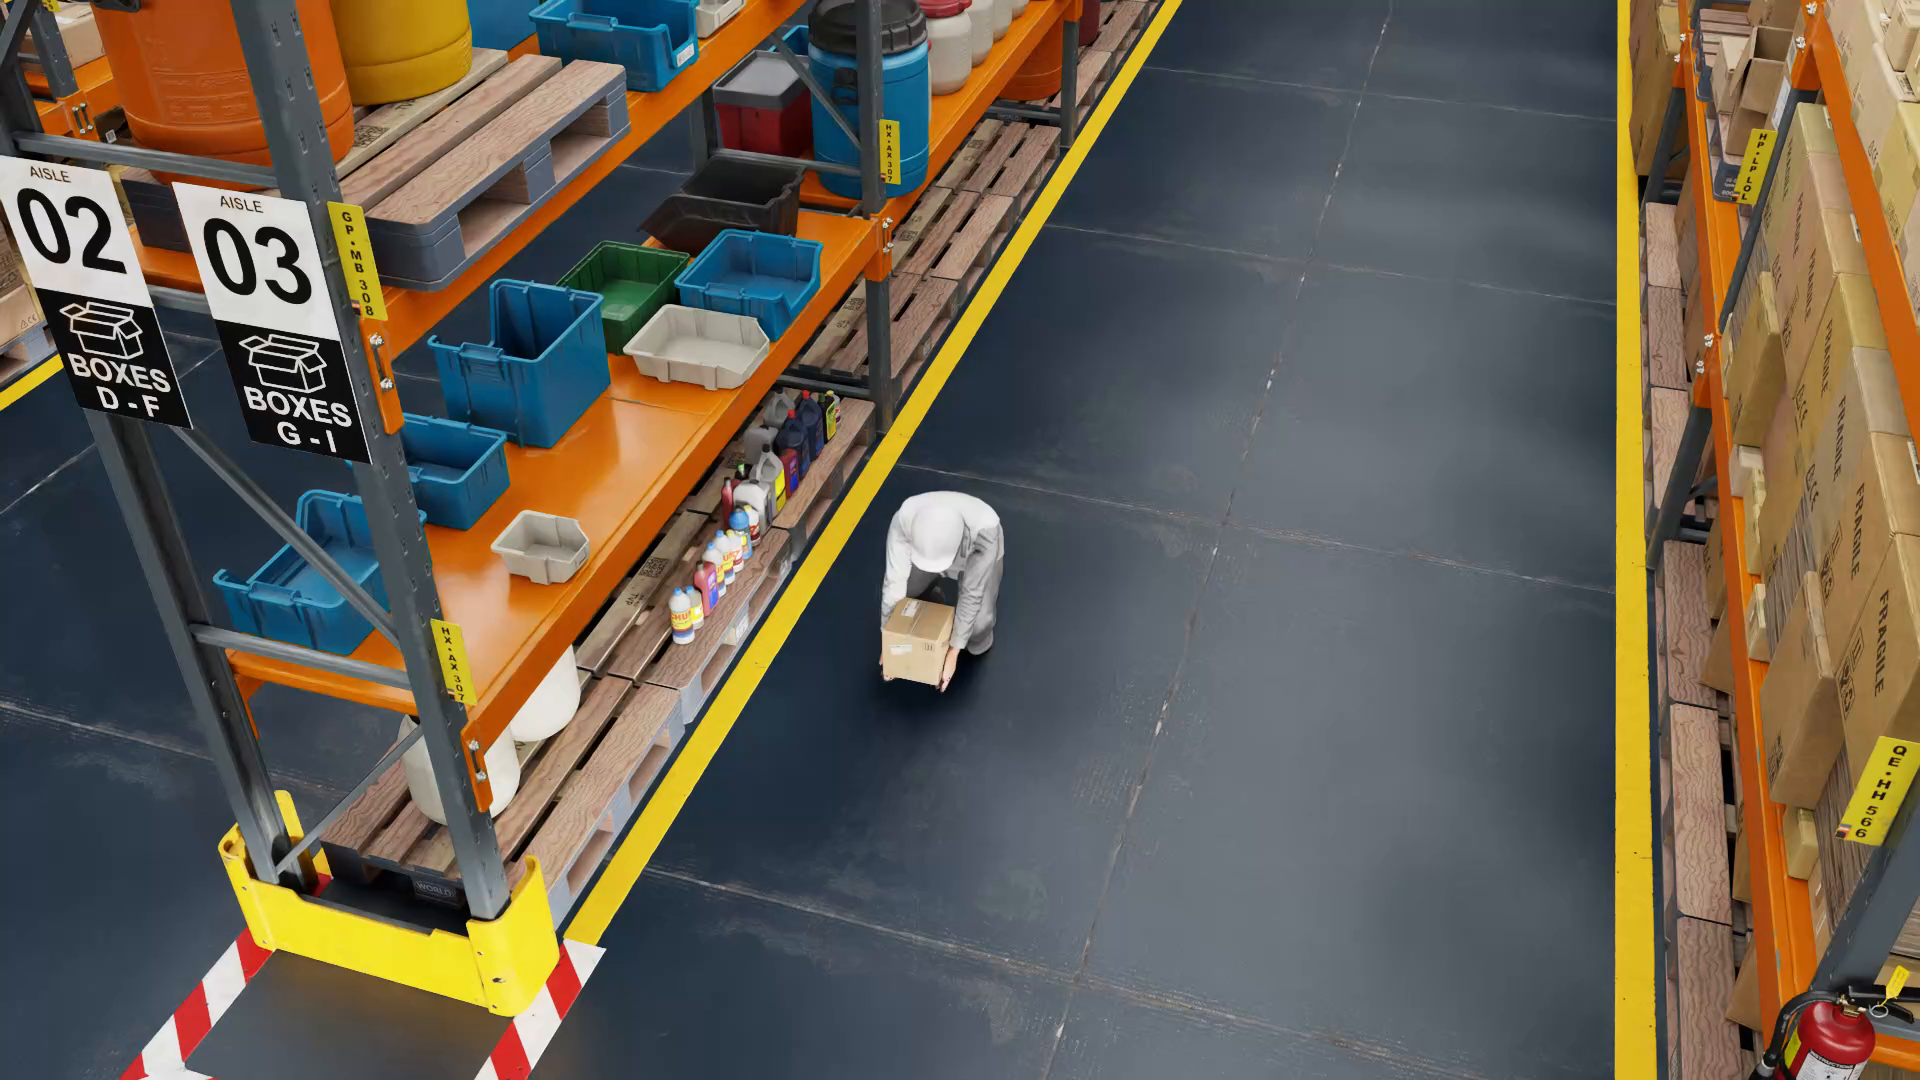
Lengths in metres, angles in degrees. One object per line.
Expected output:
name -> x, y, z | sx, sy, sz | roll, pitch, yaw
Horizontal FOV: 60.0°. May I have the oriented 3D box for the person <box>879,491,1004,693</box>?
person -> -0.070, 0.110, 7.374 | 0.526, 1.008, 0.879 | 10, 38, 13
